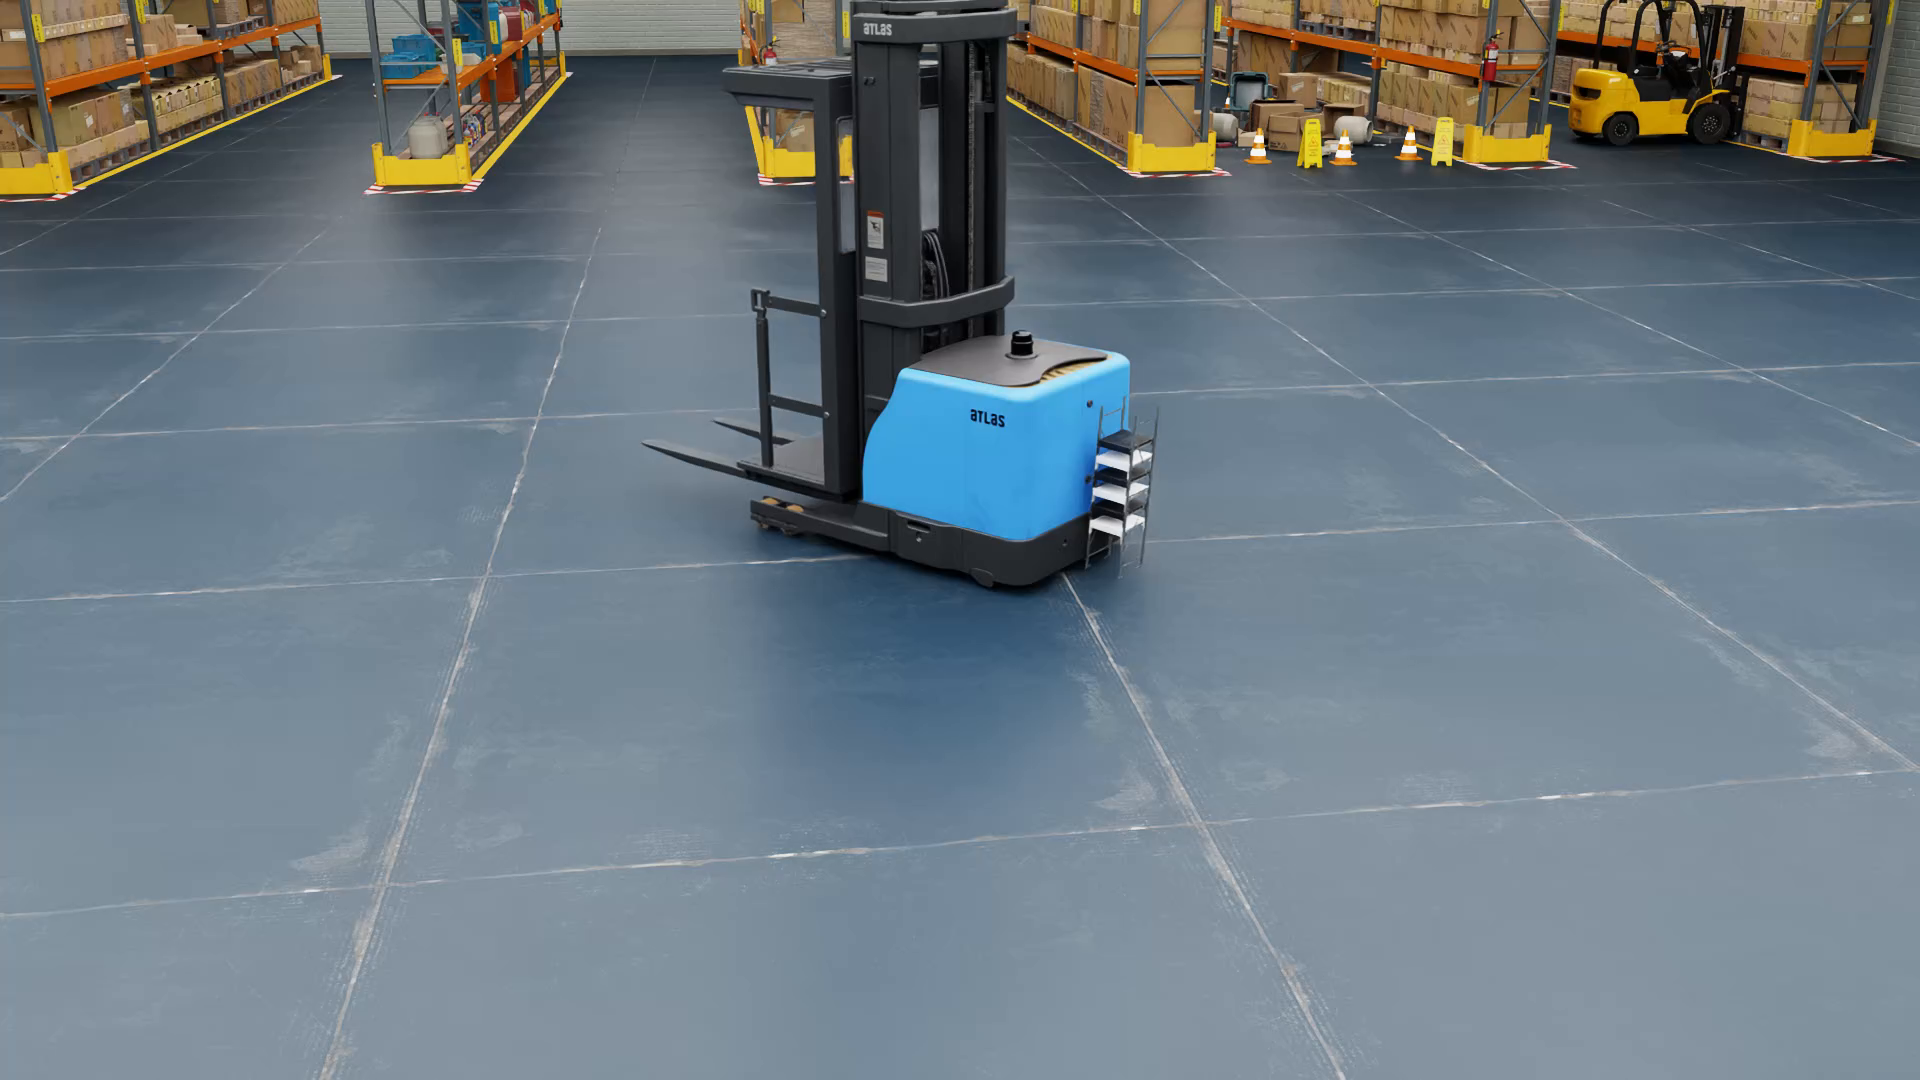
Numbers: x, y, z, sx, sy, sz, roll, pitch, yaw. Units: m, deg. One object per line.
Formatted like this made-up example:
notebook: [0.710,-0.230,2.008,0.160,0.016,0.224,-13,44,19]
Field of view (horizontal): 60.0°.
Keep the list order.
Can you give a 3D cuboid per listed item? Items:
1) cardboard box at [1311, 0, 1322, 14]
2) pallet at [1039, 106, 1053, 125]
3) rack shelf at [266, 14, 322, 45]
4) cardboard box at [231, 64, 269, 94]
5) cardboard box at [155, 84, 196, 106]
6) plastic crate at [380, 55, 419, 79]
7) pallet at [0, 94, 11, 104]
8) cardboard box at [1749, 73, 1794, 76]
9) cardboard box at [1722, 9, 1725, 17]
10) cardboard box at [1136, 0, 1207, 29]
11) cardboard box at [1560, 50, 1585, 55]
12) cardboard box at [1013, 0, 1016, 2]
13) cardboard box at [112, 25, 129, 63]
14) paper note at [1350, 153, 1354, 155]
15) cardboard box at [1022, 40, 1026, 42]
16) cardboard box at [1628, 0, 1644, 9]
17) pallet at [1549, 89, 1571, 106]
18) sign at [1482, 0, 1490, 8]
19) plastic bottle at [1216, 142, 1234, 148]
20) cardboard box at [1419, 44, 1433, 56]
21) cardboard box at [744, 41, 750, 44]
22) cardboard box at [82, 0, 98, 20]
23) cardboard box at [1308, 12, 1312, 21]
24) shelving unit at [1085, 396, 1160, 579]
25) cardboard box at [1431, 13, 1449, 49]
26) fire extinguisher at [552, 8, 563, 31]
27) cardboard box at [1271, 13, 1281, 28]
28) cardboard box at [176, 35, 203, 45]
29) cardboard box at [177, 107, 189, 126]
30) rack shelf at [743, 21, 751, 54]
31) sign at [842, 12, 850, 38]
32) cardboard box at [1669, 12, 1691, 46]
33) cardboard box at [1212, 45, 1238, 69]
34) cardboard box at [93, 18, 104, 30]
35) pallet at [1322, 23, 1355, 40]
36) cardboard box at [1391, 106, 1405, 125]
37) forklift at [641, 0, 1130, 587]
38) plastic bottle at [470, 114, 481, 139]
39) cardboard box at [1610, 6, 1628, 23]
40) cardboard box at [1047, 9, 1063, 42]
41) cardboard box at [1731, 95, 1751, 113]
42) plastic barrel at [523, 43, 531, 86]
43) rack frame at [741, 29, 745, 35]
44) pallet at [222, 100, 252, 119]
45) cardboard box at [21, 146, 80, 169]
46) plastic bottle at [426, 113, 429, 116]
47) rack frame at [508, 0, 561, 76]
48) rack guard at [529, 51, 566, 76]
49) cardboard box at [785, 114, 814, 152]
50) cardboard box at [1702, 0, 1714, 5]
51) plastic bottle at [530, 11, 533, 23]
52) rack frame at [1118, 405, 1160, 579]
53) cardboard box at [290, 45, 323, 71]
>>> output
cardboard box: [6.542,-9.598,29.459,0.500,0.500,0.500,-2,21,-5]
pallet: [1.952,-7.274,28.389,1.003,0.211,1.213,-3,21,-8]
rack shelf: [-13.850,-10.305,33.548,1.077,0.370,4.000,-3,21,-8]
cardboard box: [-13.073,-8.483,30.586,0.500,0.500,0.500,-3,21,-7]
cardboard box: [-12.445,-7.039,26.304,0.500,0.311,0.500,-2,21,-6]
plastic crate: [-7.298,-6.132,21.559,0.499,0.251,0.616,-3,21,-8]
pallet: [-18.278,-8.129,30.679,1.003,0.211,1.213,-3,21,-8]
cardboard box: [12.603,-7.122,25.898,0.500,0.250,0.500,-3,21,-9]
cardboard box: [12.054,-8.212,25.846,0.380,0.149,0.250,-4,21,-9]
cardboard box: [2.879,-7.215,22.489,0.875,0.550,0.550,-3,21,-8]
cardboard box: [11.769,-9.340,31.983,0.380,0.149,0.250,-2,21,-5]
cardboard box: [1.182,-9.870,30.263,0.380,0.149,0.250,-3,21,-8]
cardboard box: [-12.339,-7.073,23.724,0.700,0.500,0.500,-3,21,-9]
paper note: [5.672,-5.629,24.244,0.148,0.019,0.142,-11,23,-26]
cardboard box: [1.522,-9.795,33.055,0.500,0.250,0.500,-3,21,-9]
cardboard box: [11.636,-9.148,28.351,0.380,0.149,0.250,-4,21,-9]
pallet: [11.616,-8.221,30.926,1.003,0.211,1.213,-3,21,-8]
sign: [7.226,-7.462,22.803,0.100,0.325,0.005,-3,21,-8]
plastic bottle: [3.985,-5.965,25.100,0.283,0.061,0.133,-11,23,-26]
cardboard box: [7.168,-7.406,25.117,0.380,0.149,0.250,-3,21,-8]
cardboard box: [-3.382,-8.813,30.963,1.225,0.875,0.875,-3,21,-8]
cardboard box: [-12.193,-7.333,22.565,0.700,0.500,0.500,-3,21,-8]
cardboard box: [6.495,-9.420,29.910,0.380,0.149,0.250,-4,21,-11]
shelving unit: [0.841,-0.271,8.637,0.210,0.900,0.258,19,28,33]
cardboard box: [7.290,-7.500,24.442,0.500,0.500,0.500,-3,21,-8]
fire extinguisher: [-8.809,-11.447,36.222,0.296,0.674,0.183,-3,21,-8]
cardboard box: [6.205,-9.831,31.464,0.500,0.250,0.500,-3,21,-7]
cardboard box: [-12.582,-8.150,27.108,0.380,0.149,0.250,-3,21,-8]
cardboard box: [-12.372,-6.597,25.921,0.500,0.250,0.500,-4,21,-9]
rack shelf: [-3.470,-9.419,31.175,1.077,0.370,4.000,-3,21,-8]
sign: [-1.492,-6.726,21.701,0.100,0.325,0.005,-3,21,-8]
cardboard box: [11.918,-8.310,27.035,0.500,0.500,0.500,-3,21,-9]
cardboard box: [5.934,-10.477,36.042,0.875,0.438,0.875,-4,21,-9]
cardboard box: [-12.013,-7.095,22.855,0.380,0.149,0.250,-3,21,-8]
pallet: [6.950,-8.790,28.737,1.003,0.211,1.213,-3,21,-8]
cardboard box: [7.107,-6.684,26.156,0.500,0.250,0.500,-2,21,-5]
forklift: [-0.560,-1.530,9.123,3.031,2.935,1.130,15,25,35]
plastic bottle: [-7.054,-6.007,24.169,0.144,0.351,0.185,-3,21,-8]
cardboard box: [11.639,-9.106,28.809,0.500,0.250,0.500,-3,21,-7]
cardboard box: [1.756,-8.633,27.900,0.500,0.500,0.500,-3,21,-8]
cardboard box: [12.153,-6.692,25.462,0.500,0.250,0.500,-3,21,-9]
plastic barrel: [-8.598,-9.223,32.021,0.600,0.901,0.708,-3,21,-8]
rack frame: [-4.335,-11.833,36.611,1.000,3.000,0.127,-3,21,-8]
pallet: [-13.056,-7.519,29.046,1.003,0.211,1.213,-3,21,-8]
cardboard box: [-11.689,-4.900,21.379,0.500,0.250,0.500,-3,21,-8]
plastic bottle: [-7.801,-6.093,24.400,0.144,0.351,0.185,-2,21,-6]
rack frame: [-9.237,-11.583,35.942,1.000,3.000,0.127,-3,21,-8]
rack guard: [-9.253,-10.420,36.400,1.175,0.500,0.348,-3,21,-8]
cardboard box: [-2.102,-5.536,22.724,0.500,0.500,0.500,1,20,2]
cardboard box: [11.973,-8.526,26.262,0.380,0.149,0.250,-2,21,-7]
plastic bottle: [-8.283,-10.020,31.934,0.152,0.276,0.135,-3,21,-8]
rack frame: [0.922,-0.243,8.582,0.006,0.900,0.240,19,28,33]
cardboard box: [-13.817,-10.194,35.166,0.500,0.500,0.500,-3,21,-8]
